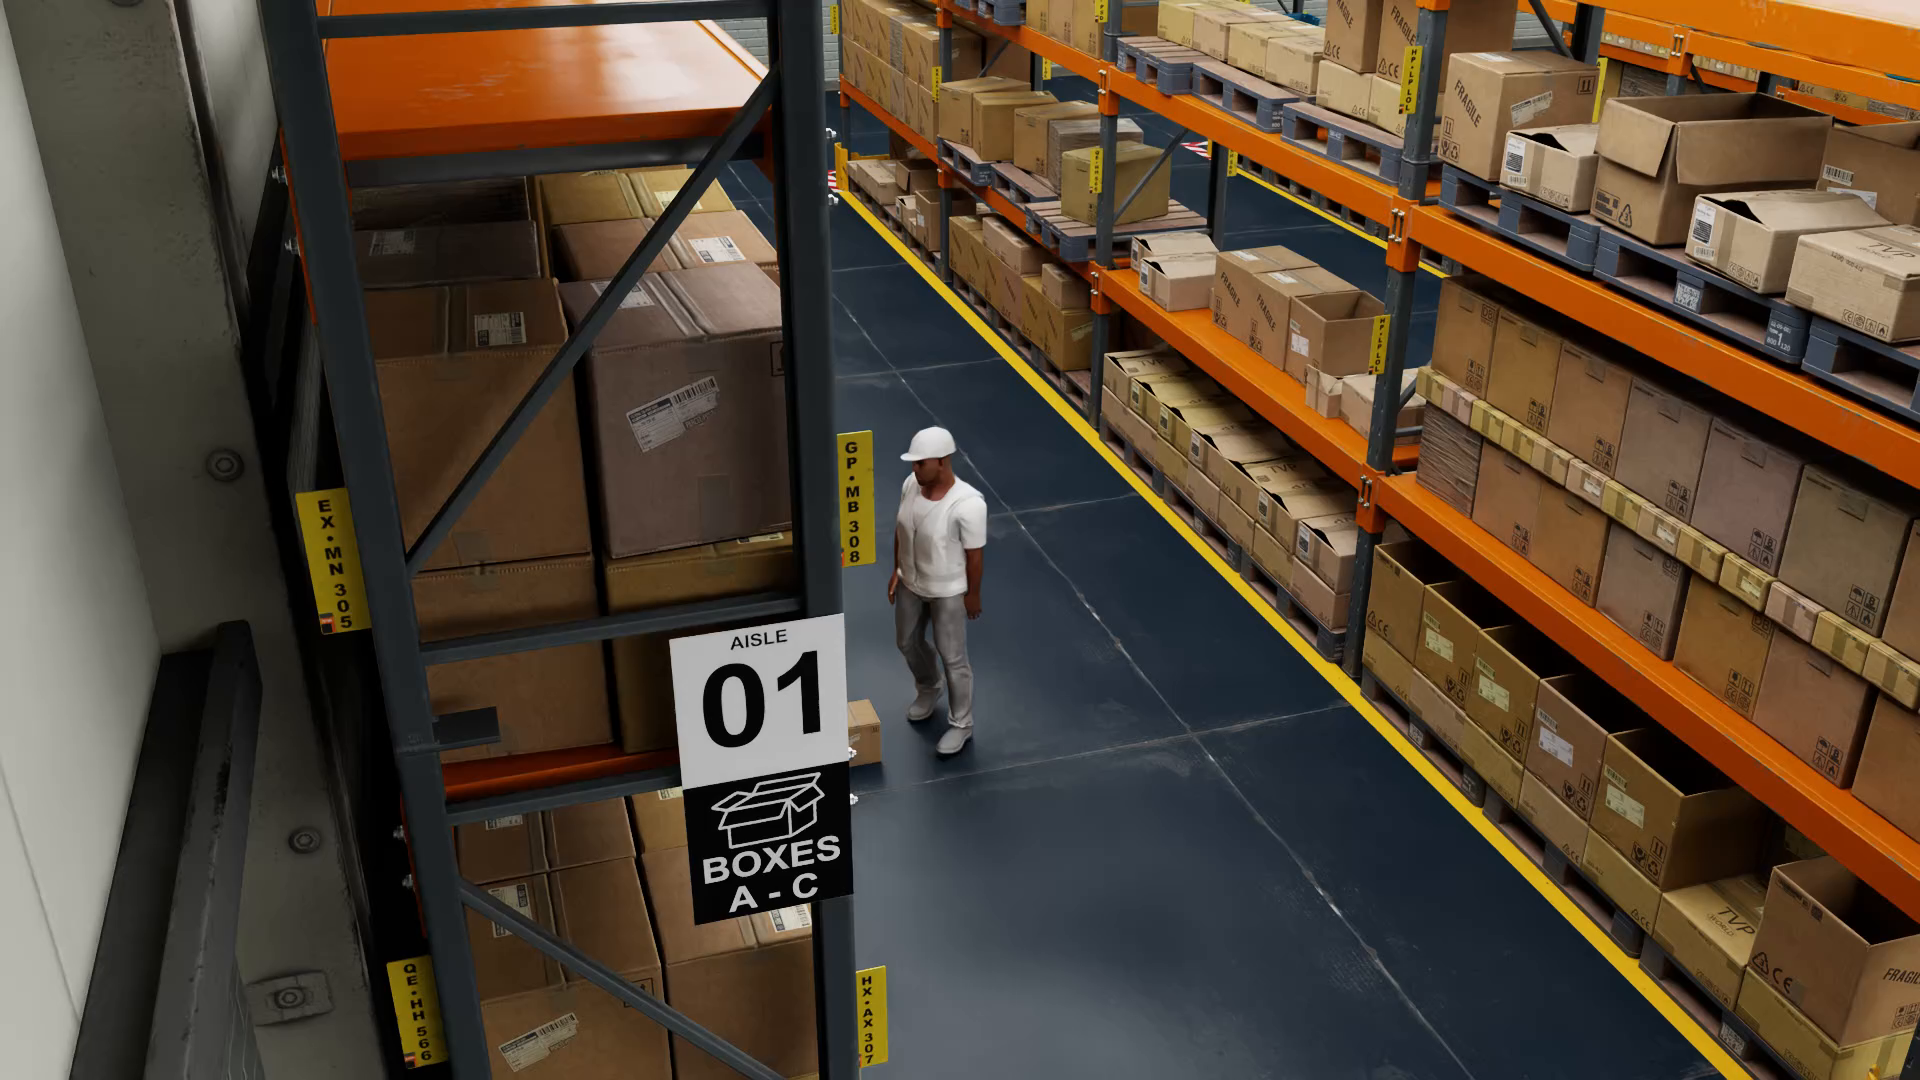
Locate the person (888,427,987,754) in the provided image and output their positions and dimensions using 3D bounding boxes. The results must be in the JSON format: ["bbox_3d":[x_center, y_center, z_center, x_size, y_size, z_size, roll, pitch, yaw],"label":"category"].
[{"bbox_3d":[-0.123,0.236,8.789,0.557,1.769,0.461,21,33,36],"label":"person"}]
